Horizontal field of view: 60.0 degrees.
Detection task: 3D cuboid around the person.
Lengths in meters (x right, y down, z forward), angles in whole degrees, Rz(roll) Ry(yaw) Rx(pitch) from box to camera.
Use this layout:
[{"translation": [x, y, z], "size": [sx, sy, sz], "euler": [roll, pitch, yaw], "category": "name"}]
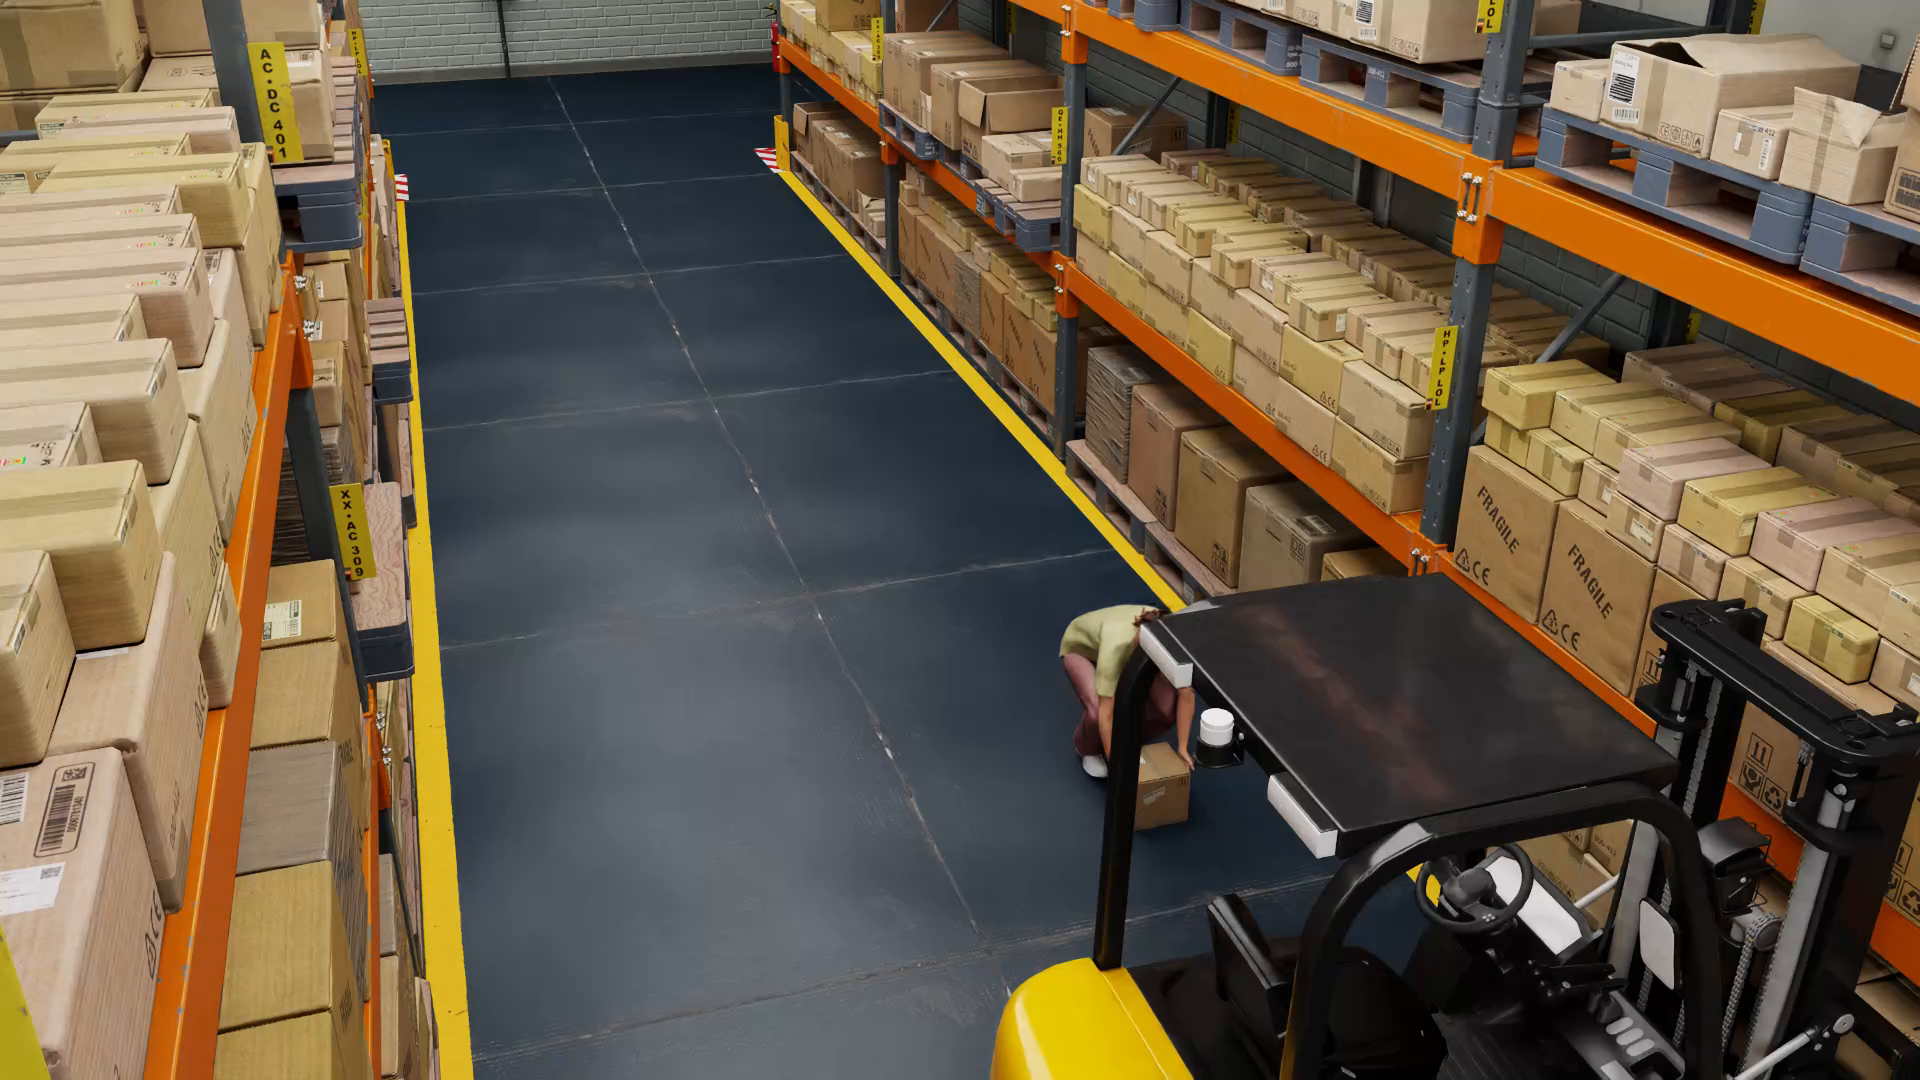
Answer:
[{"translation": [0.739, 0.617, 7.260], "size": [0.480, 0.890, 0.799], "euler": [-8, 28, -16], "category": "person"}]
